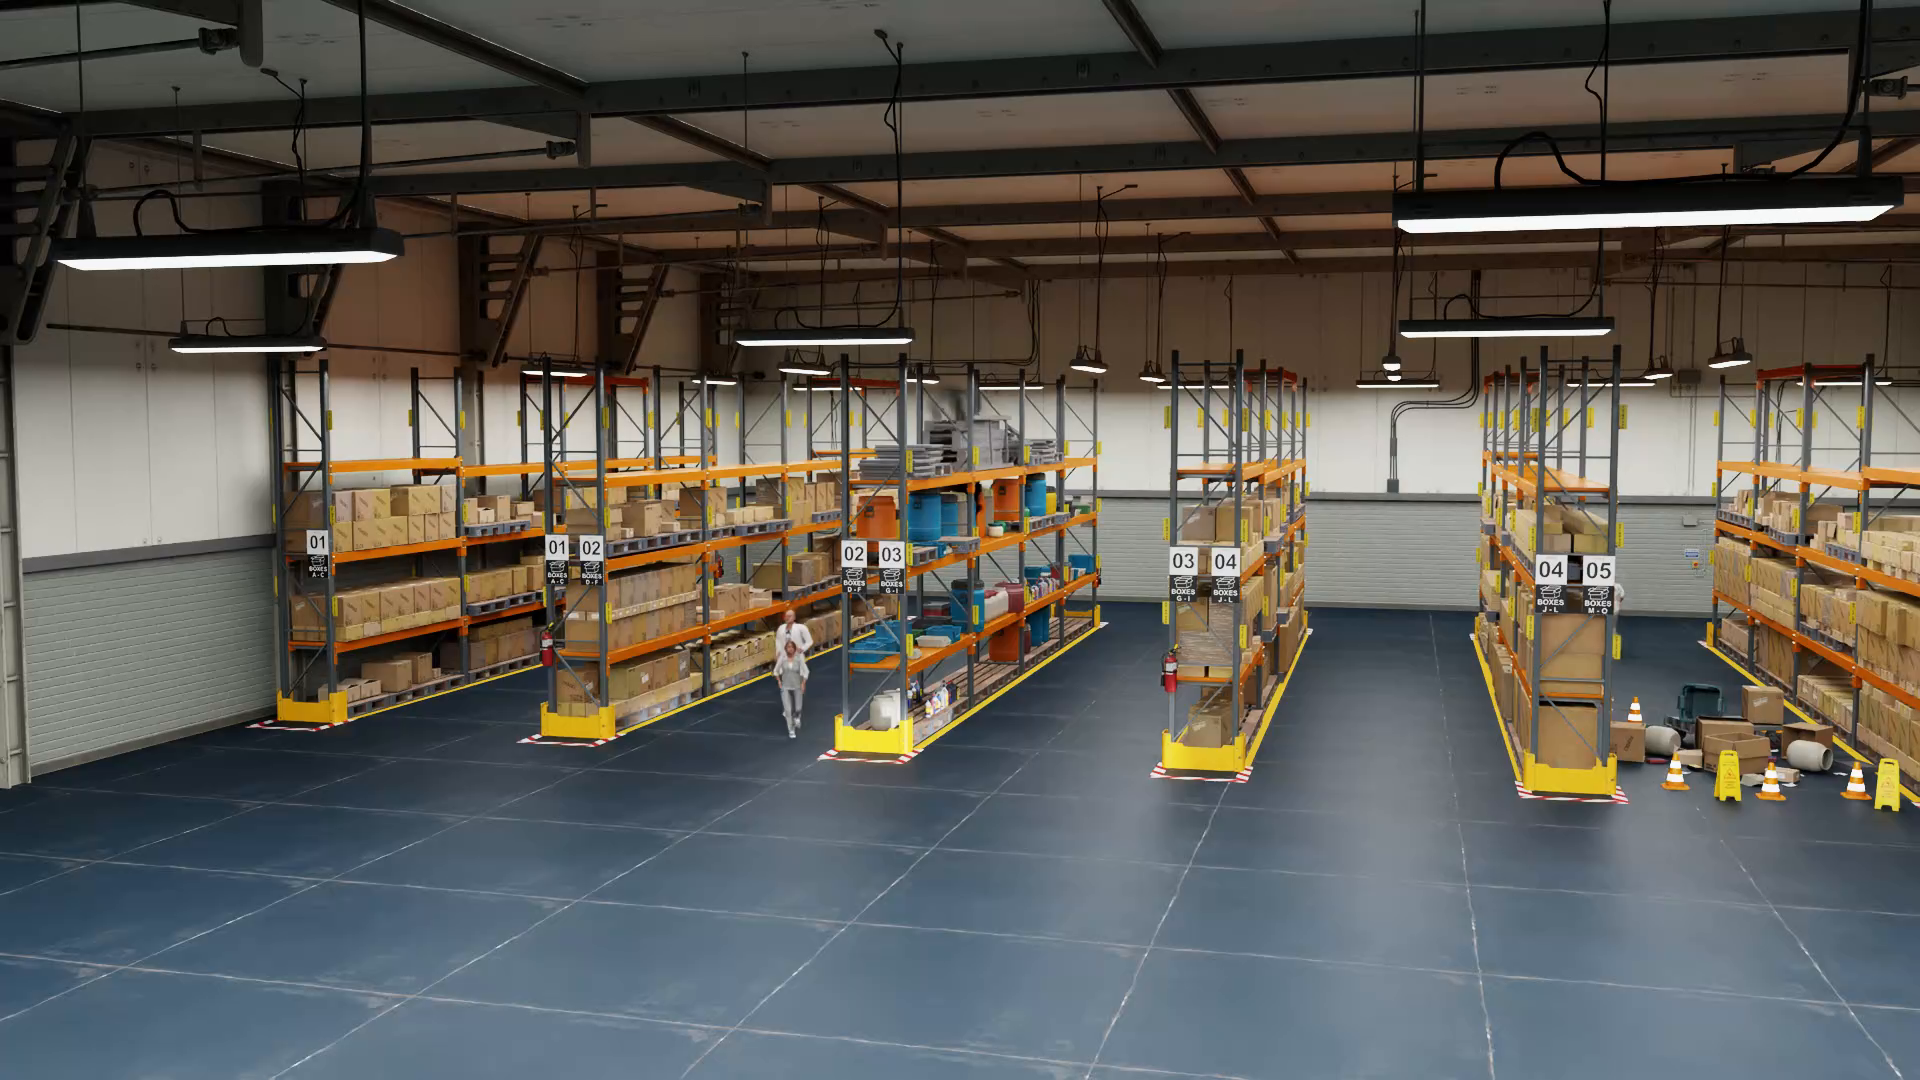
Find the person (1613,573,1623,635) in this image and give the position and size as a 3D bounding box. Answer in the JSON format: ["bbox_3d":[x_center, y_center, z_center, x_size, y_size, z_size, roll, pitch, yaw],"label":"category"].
[{"bbox_3d":[14.162,1.519,36.376,0.646,1.729,0.671,0,4,-7],"label":"person"}]

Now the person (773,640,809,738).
[{"bbox_3d":[-2.663,2.338,26.217,0.561,1.549,0.548,0,4,-5],"label":"person"}]

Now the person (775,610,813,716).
[{"bbox_3d":[-2.876,2.085,28.508,0.705,1.772,0.775,1,4,12],"label":"person"}]
